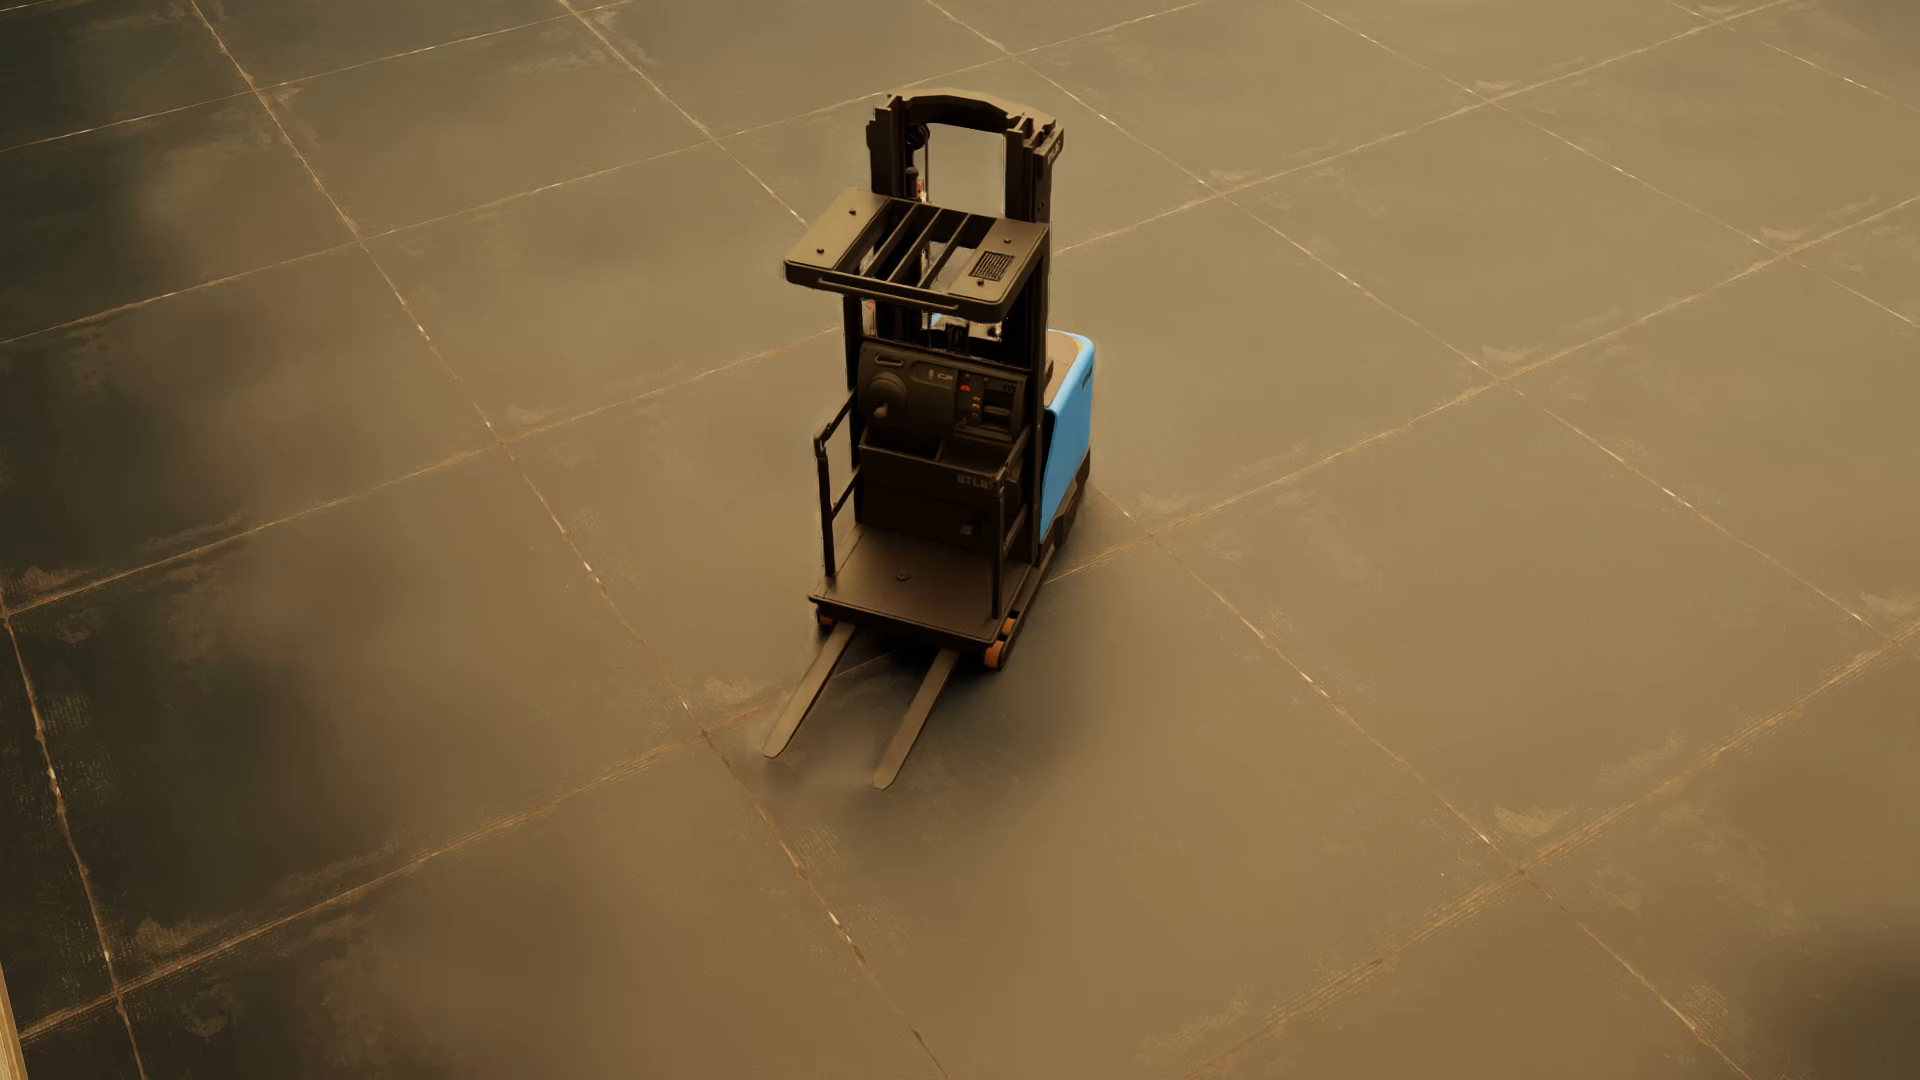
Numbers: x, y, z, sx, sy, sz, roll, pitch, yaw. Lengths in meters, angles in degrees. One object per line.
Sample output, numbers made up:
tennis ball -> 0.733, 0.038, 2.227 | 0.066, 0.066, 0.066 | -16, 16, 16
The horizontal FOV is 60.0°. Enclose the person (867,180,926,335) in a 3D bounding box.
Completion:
person -> -0.463, -1.768, 10.869 | 0.509, 1.670, 0.648 | 20, 45, 21

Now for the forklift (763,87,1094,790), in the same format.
forklift -> -0.174, -0.694, 8.665 | 1.130, 2.935, 3.031 | 14, 43, 15
